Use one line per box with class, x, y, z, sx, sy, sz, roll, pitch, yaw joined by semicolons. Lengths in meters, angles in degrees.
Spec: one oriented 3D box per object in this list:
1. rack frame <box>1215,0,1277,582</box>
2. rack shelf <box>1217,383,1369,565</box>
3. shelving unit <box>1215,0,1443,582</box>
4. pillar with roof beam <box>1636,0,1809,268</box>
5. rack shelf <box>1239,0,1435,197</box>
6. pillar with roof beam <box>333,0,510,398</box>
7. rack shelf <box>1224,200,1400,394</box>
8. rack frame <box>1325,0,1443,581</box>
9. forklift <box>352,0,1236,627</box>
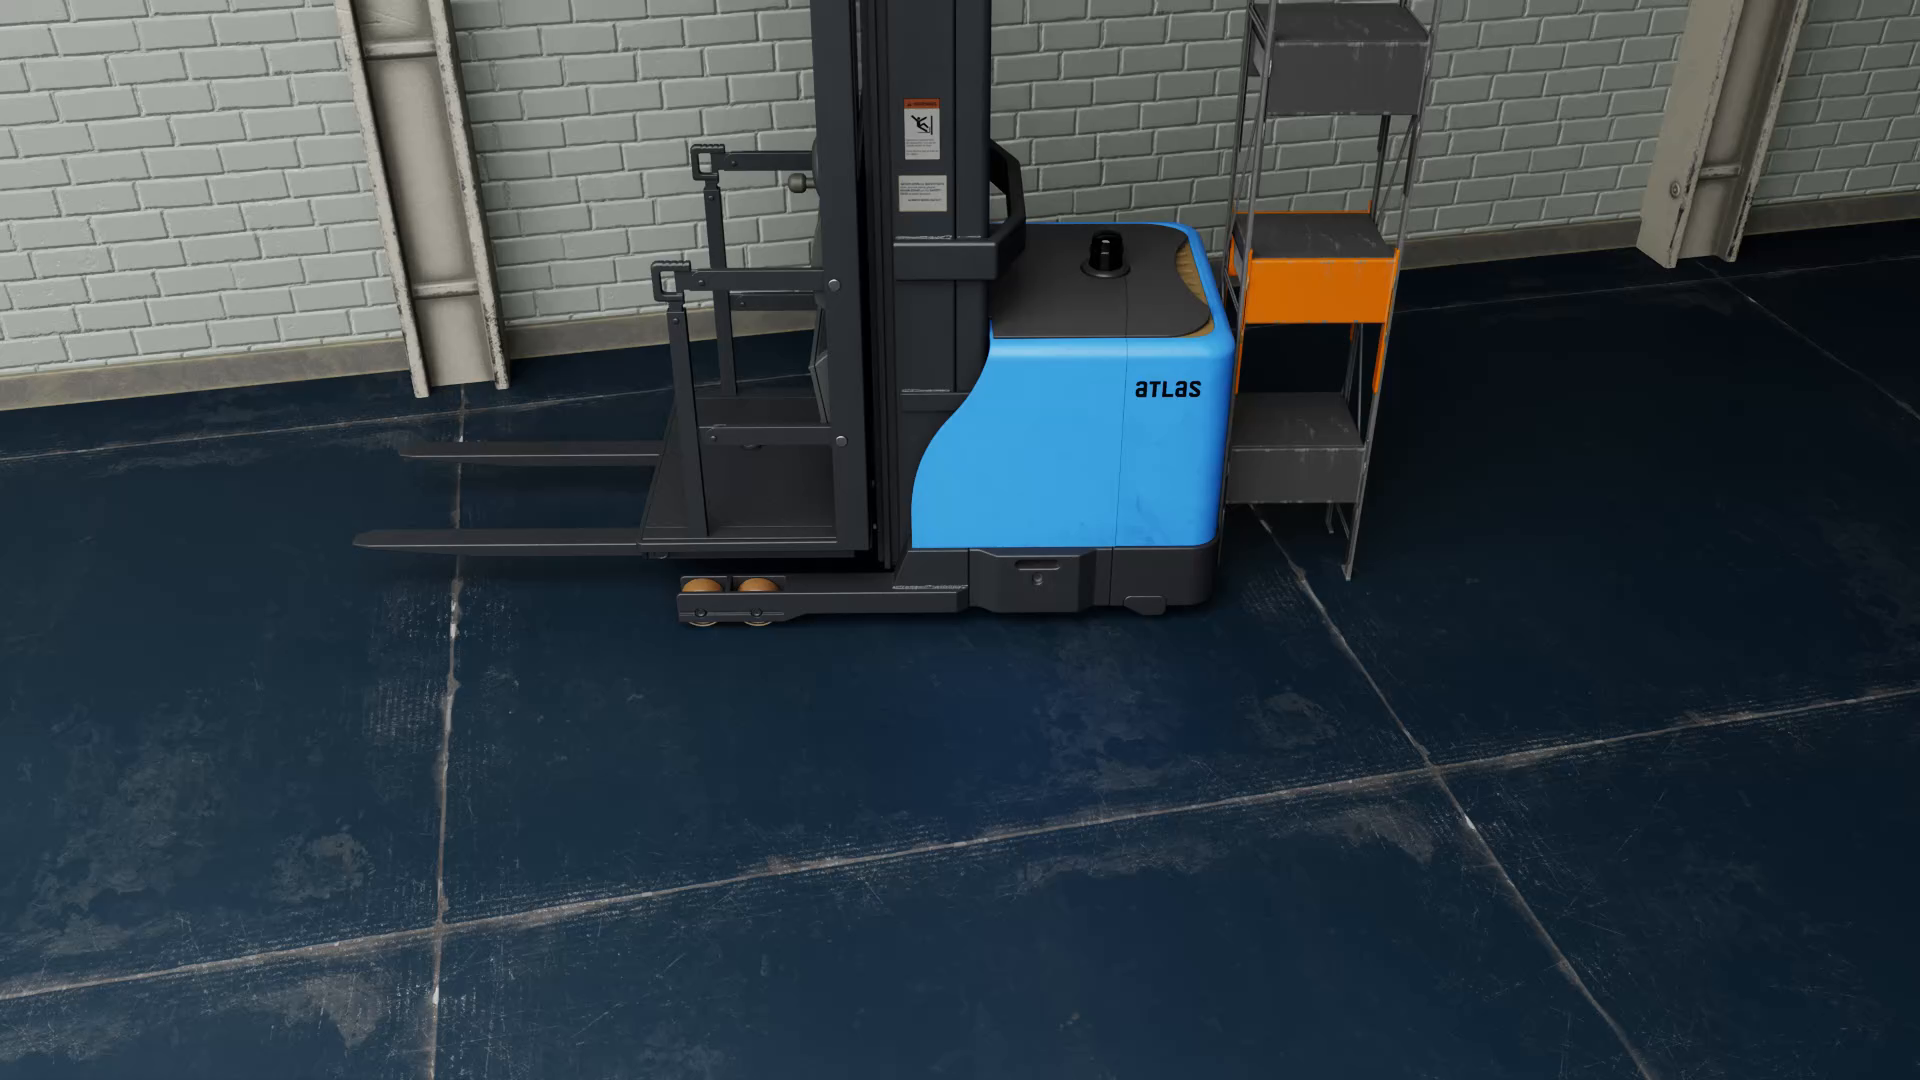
rack frame;0.917;-0.831;5.604;0.015;2.100;0.400;0;34;-1
rack shelf;1.161;-0.240;6.004;0.480;0.518;0.431;0;34;-1
shelving unit;1.161;-0.833;5.606;0.503;2.100;0.431;0;34;-1
pillar with roof beam;4.617;-2.855;2.428;0.400;9.000;9.100;-7;35;-11
rack shelf;1.161;-1.402;5.224;0.480;0.518;0.431;0;34;-1
pillar with roof beam;-1.236;-2.117;1.329;0.400;9.000;9.100;-7;35;-11
rack shelf;1.161;-0.821;5.614;0.480;0.518;0.431;0;34;-1
rack frame;1.405;-0.834;5.609;0.015;2.100;0.400;0;34;-1
forklift;-0.622;-1.213;5.427;3.031;2.935;1.130;0;34;-1
